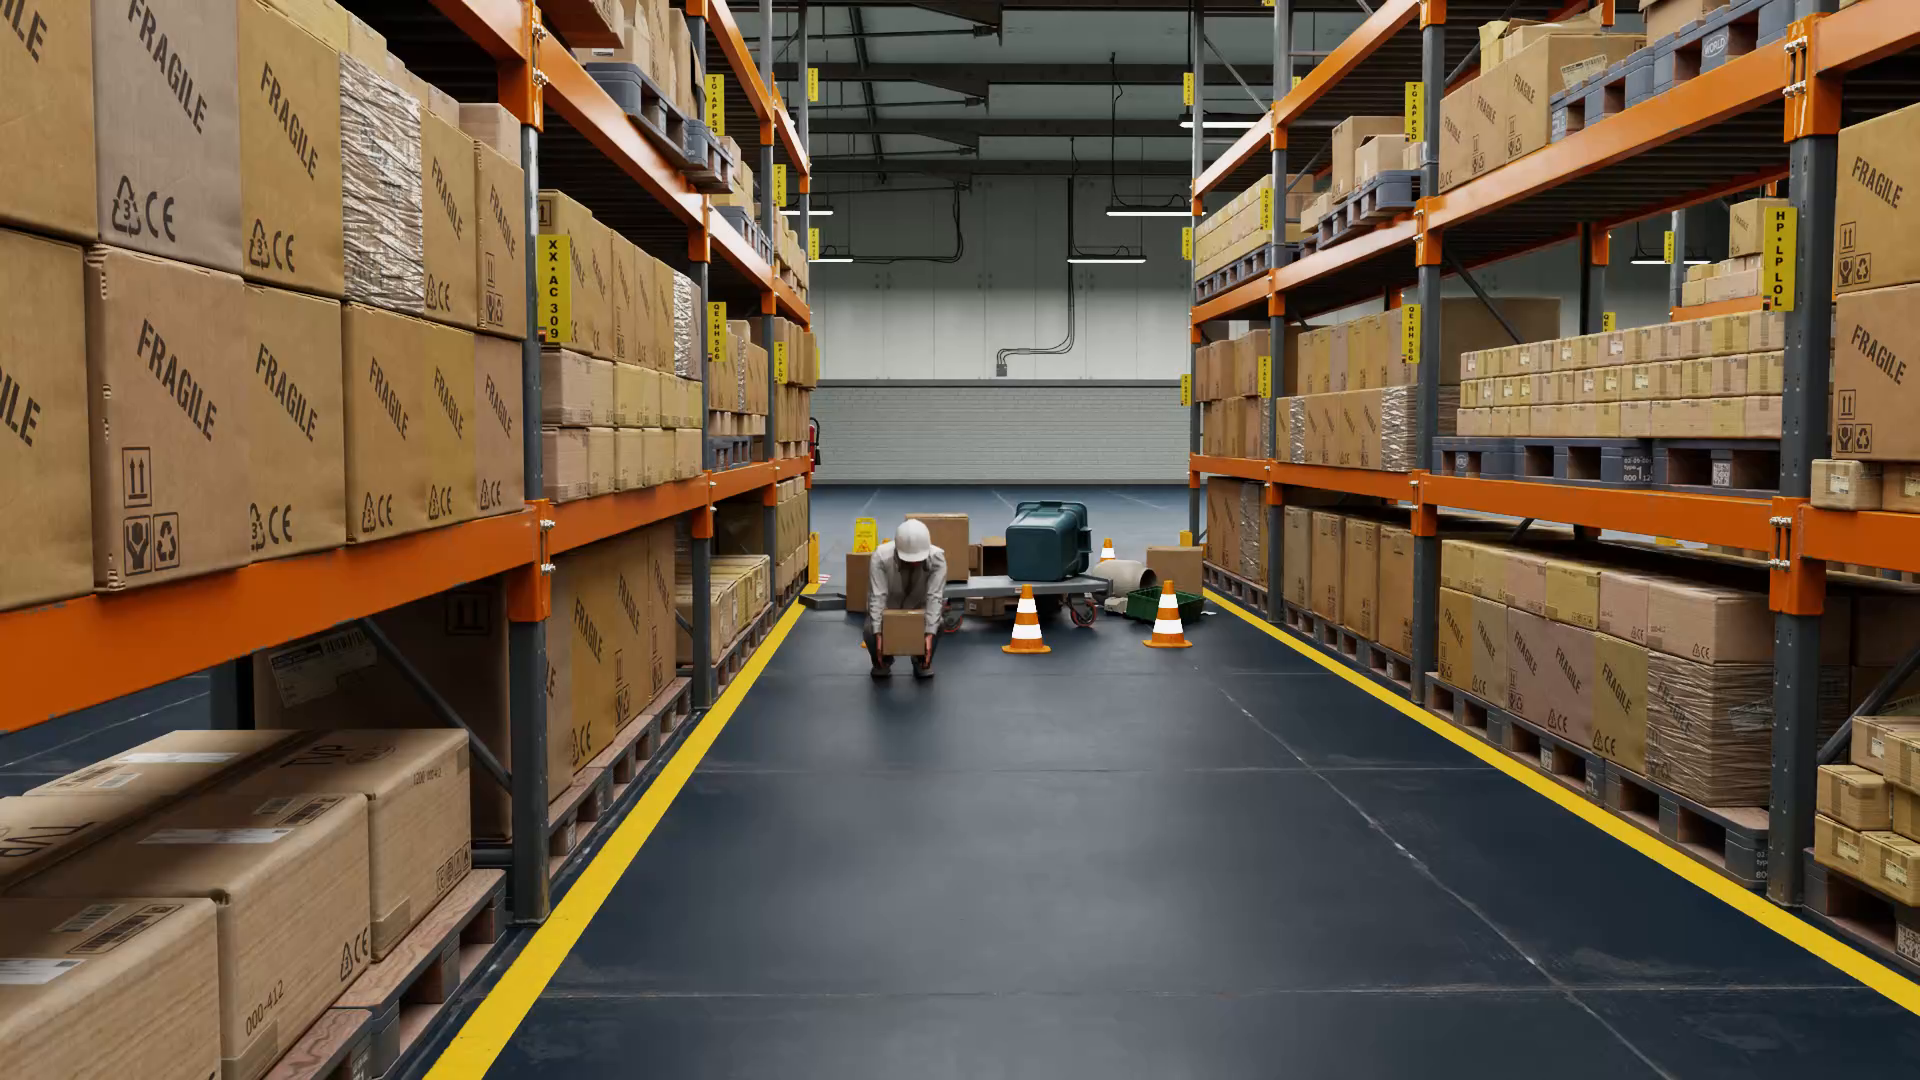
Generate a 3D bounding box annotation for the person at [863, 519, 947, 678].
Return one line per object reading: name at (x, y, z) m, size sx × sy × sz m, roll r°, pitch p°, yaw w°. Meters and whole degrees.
person at (-0.344, 0.366, 10.392) m, size 0.526 × 1.010 × 0.873 m, roll 0°, pitch 4°, yaw -2°
